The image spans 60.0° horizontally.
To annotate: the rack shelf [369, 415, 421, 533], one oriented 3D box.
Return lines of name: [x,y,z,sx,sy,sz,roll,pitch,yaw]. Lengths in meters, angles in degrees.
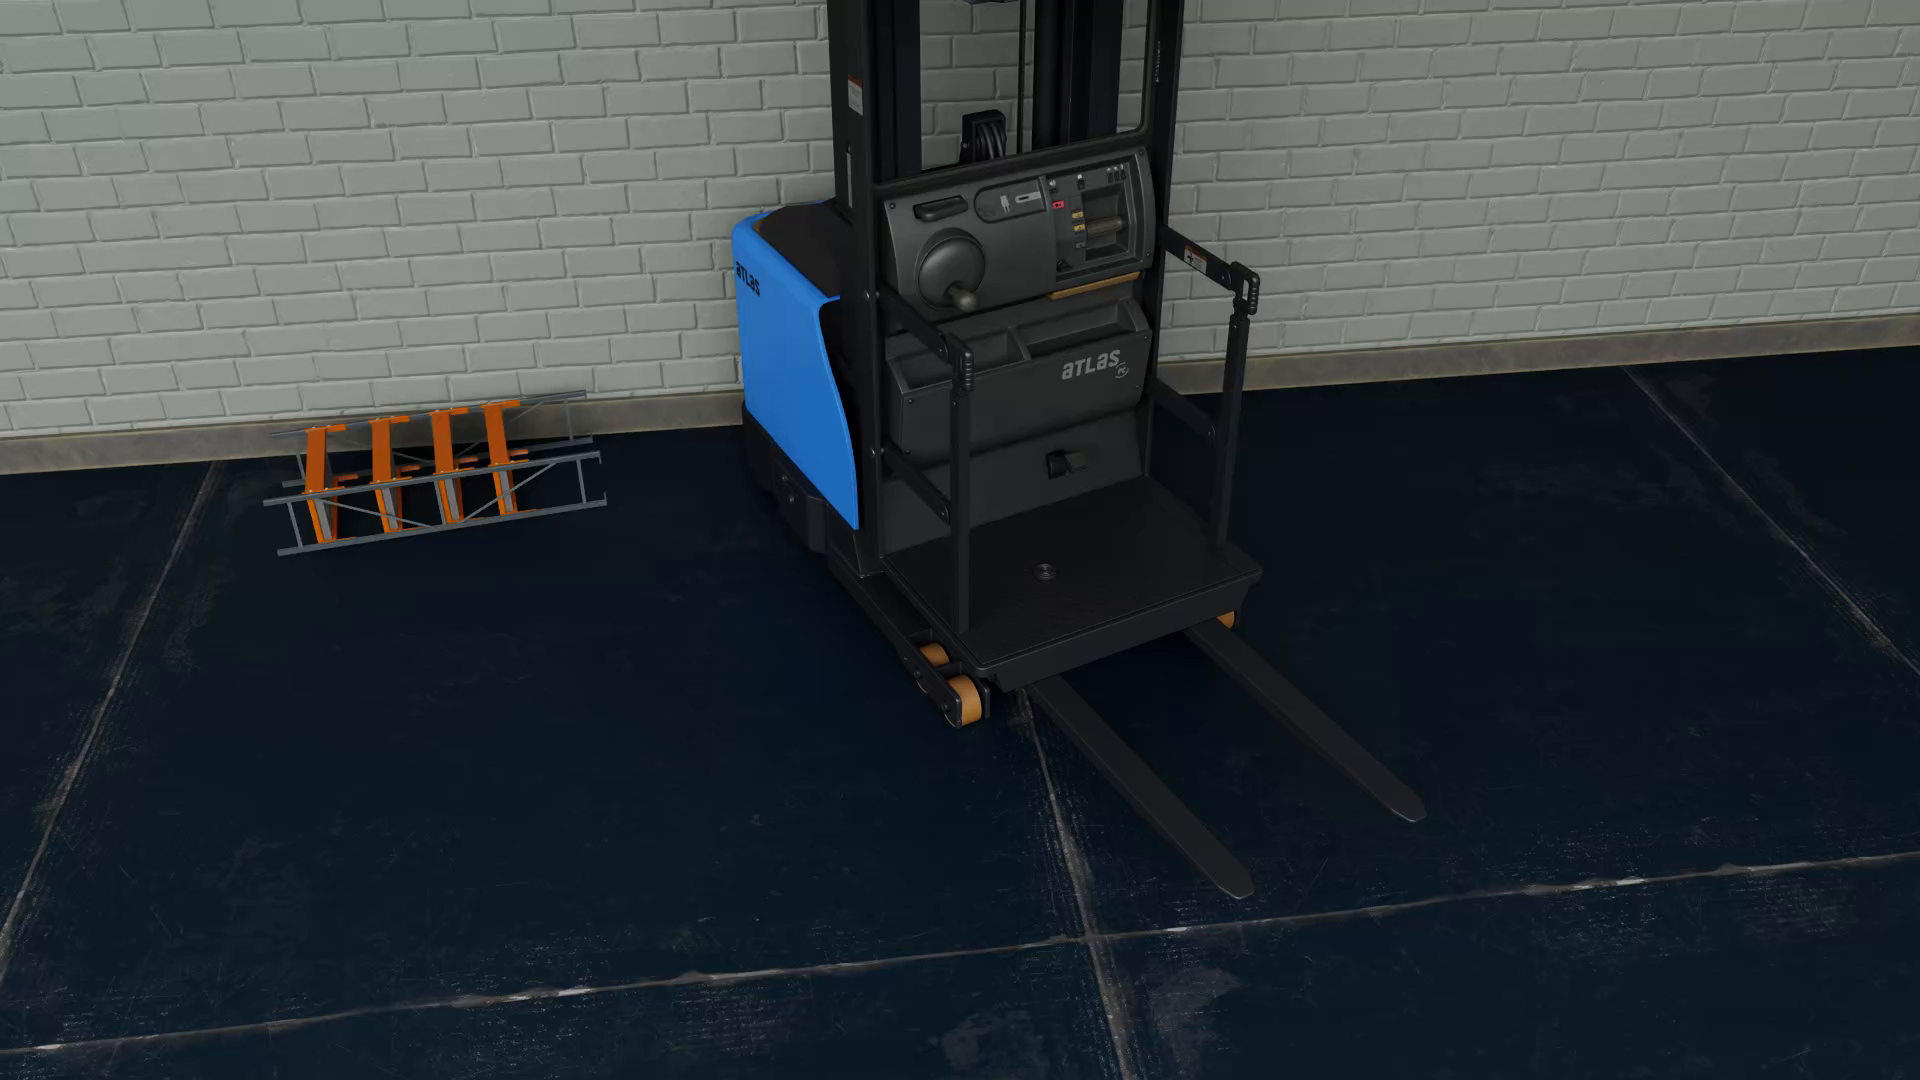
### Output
rack shelf: [-2.153,-0.246,6.350,0.148,0.258,0.480,-10,35,-14]

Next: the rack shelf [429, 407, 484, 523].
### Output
rack shelf: [-1.939,-0.282,6.403,0.148,0.258,0.480,-10,35,-14]

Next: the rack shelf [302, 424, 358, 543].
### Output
rack shelf: [-2.380,-0.208,6.294,0.148,0.258,0.480,-10,35,-14]

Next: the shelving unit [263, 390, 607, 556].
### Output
shelving unit: [-2.003,-0.271,6.387,1.200,0.258,0.503,-10,35,-14]

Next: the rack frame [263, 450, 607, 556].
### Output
rack frame: [-1.933,-0.140,6.194,1.200,0.240,0.015,-10,35,-14]

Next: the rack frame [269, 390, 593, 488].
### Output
rack frame: [-2.073,-0.403,6.580,1.200,0.240,0.015,-10,35,-14]

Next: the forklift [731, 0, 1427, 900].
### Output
forklift: [0.303,-0.903,4.972,1.130,2.935,3.031,-17,38,-24]

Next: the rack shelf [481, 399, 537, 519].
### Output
rack shelf: [-1.749,-0.314,6.450,0.148,0.258,0.480,-10,35,-14]
